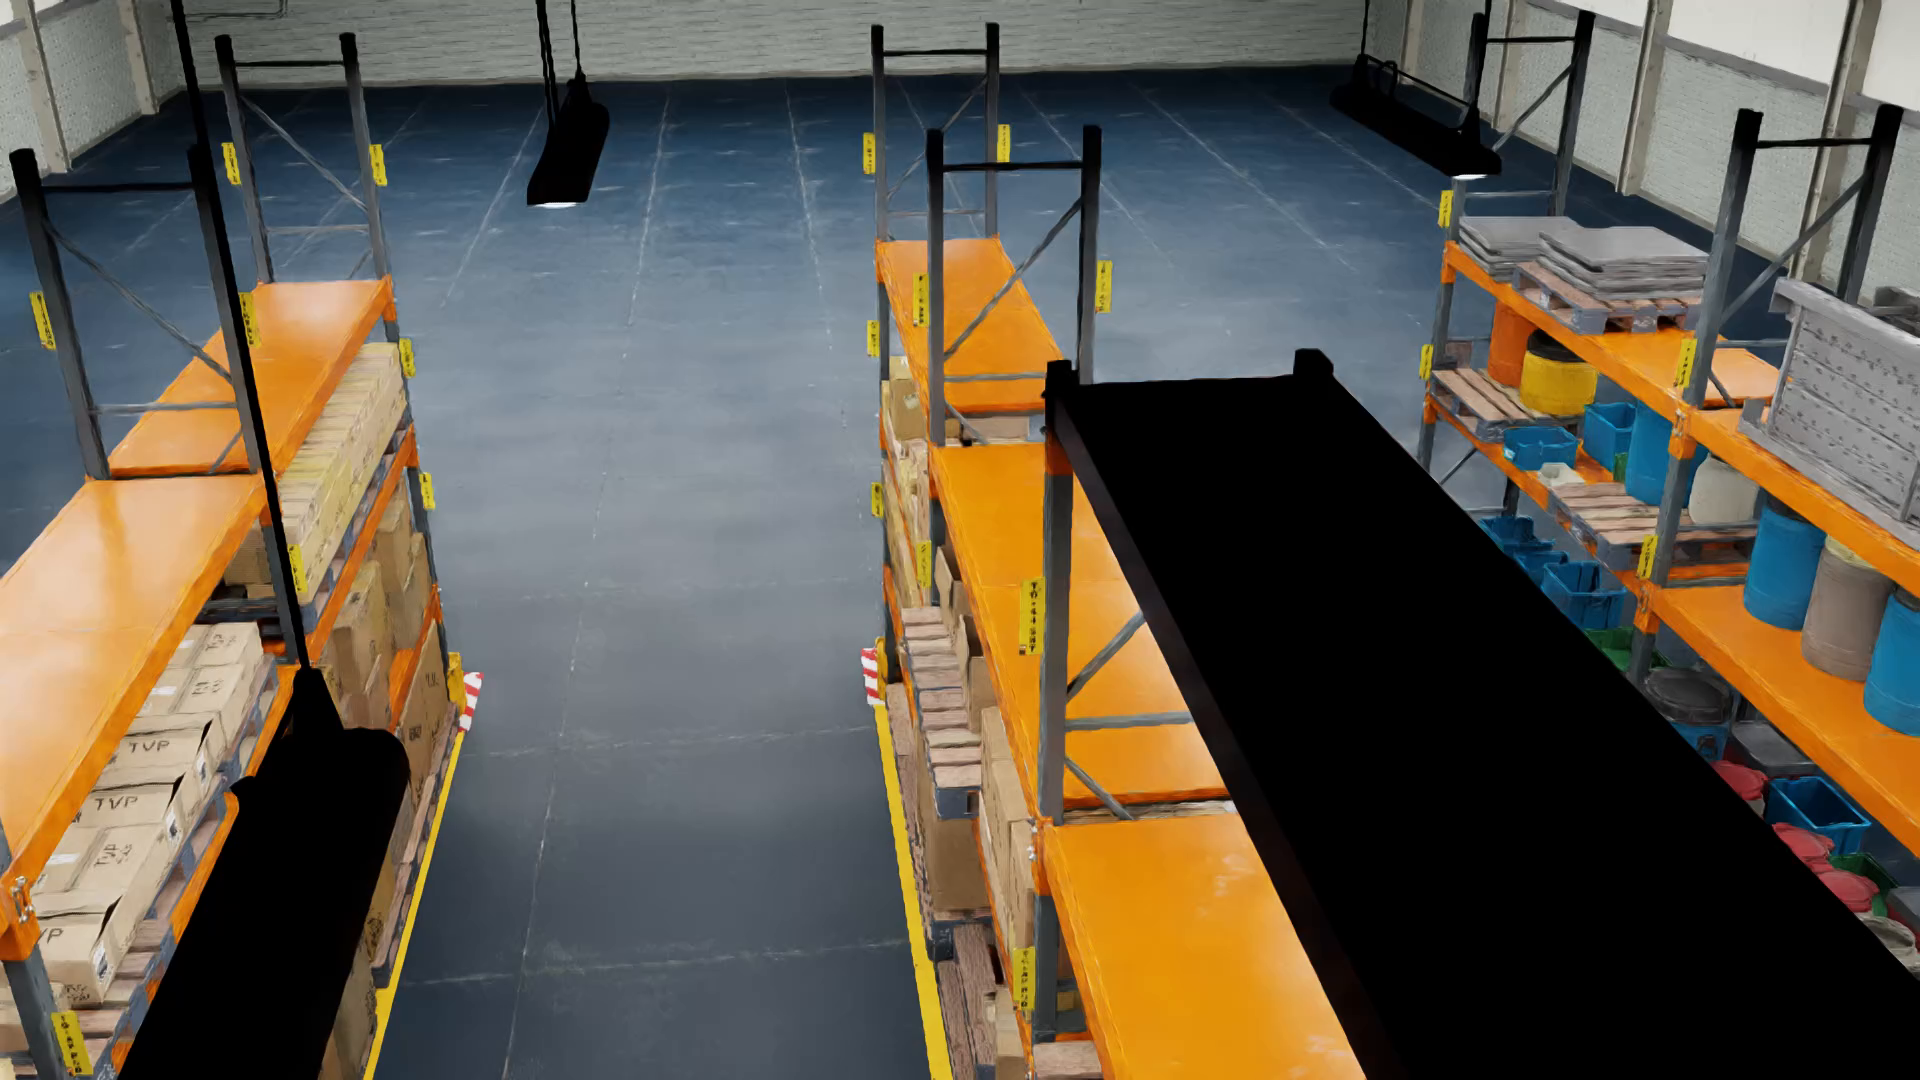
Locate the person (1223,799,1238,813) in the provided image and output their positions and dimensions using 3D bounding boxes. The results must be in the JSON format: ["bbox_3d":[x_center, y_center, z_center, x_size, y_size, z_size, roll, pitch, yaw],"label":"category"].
[{"bbox_3d":[1.982,2.308,11.557,0.488,1.787,0.608,10,27,21],"label":"person"}]
